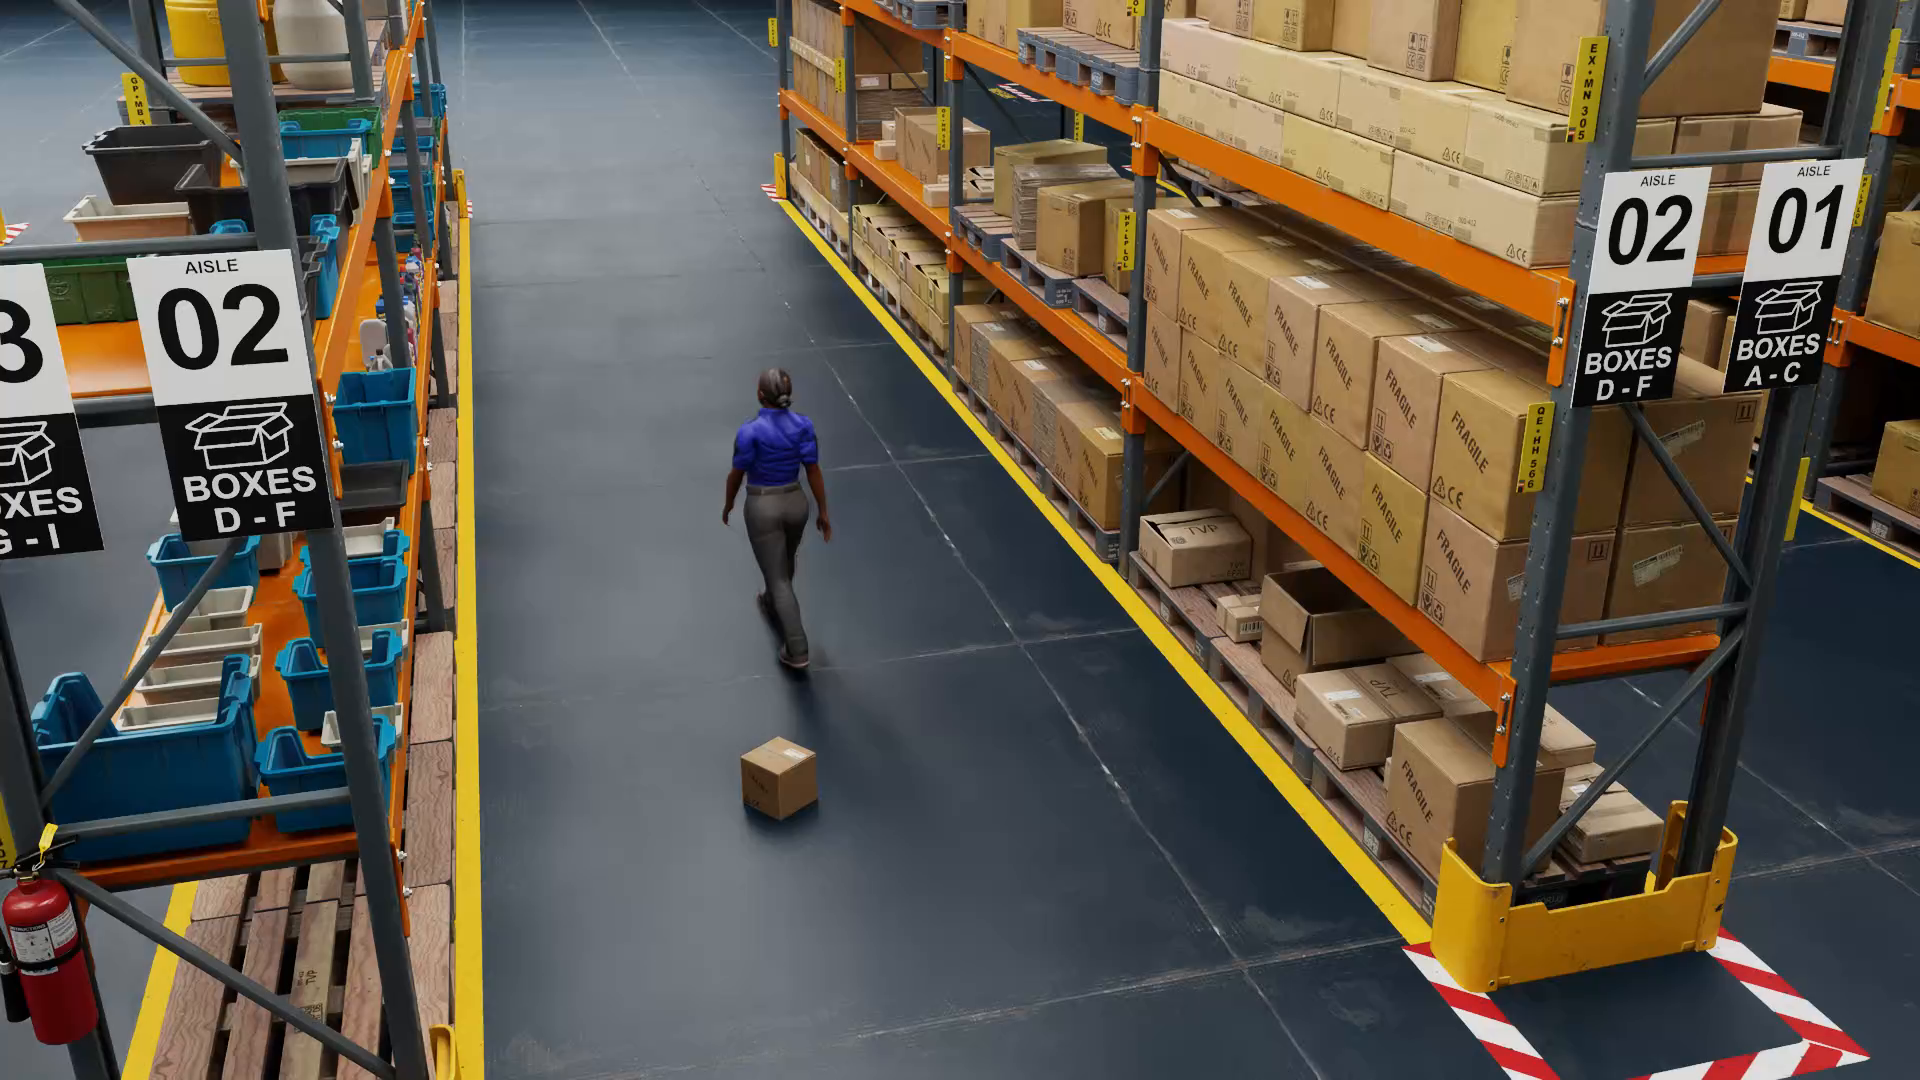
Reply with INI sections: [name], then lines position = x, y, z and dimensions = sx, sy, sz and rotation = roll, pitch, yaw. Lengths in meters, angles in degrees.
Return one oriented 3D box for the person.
[person]
position = -1.029, -0.196, 9.032
dimensions = 0.483, 1.590, 1.012
rotation = -14, 27, -30
